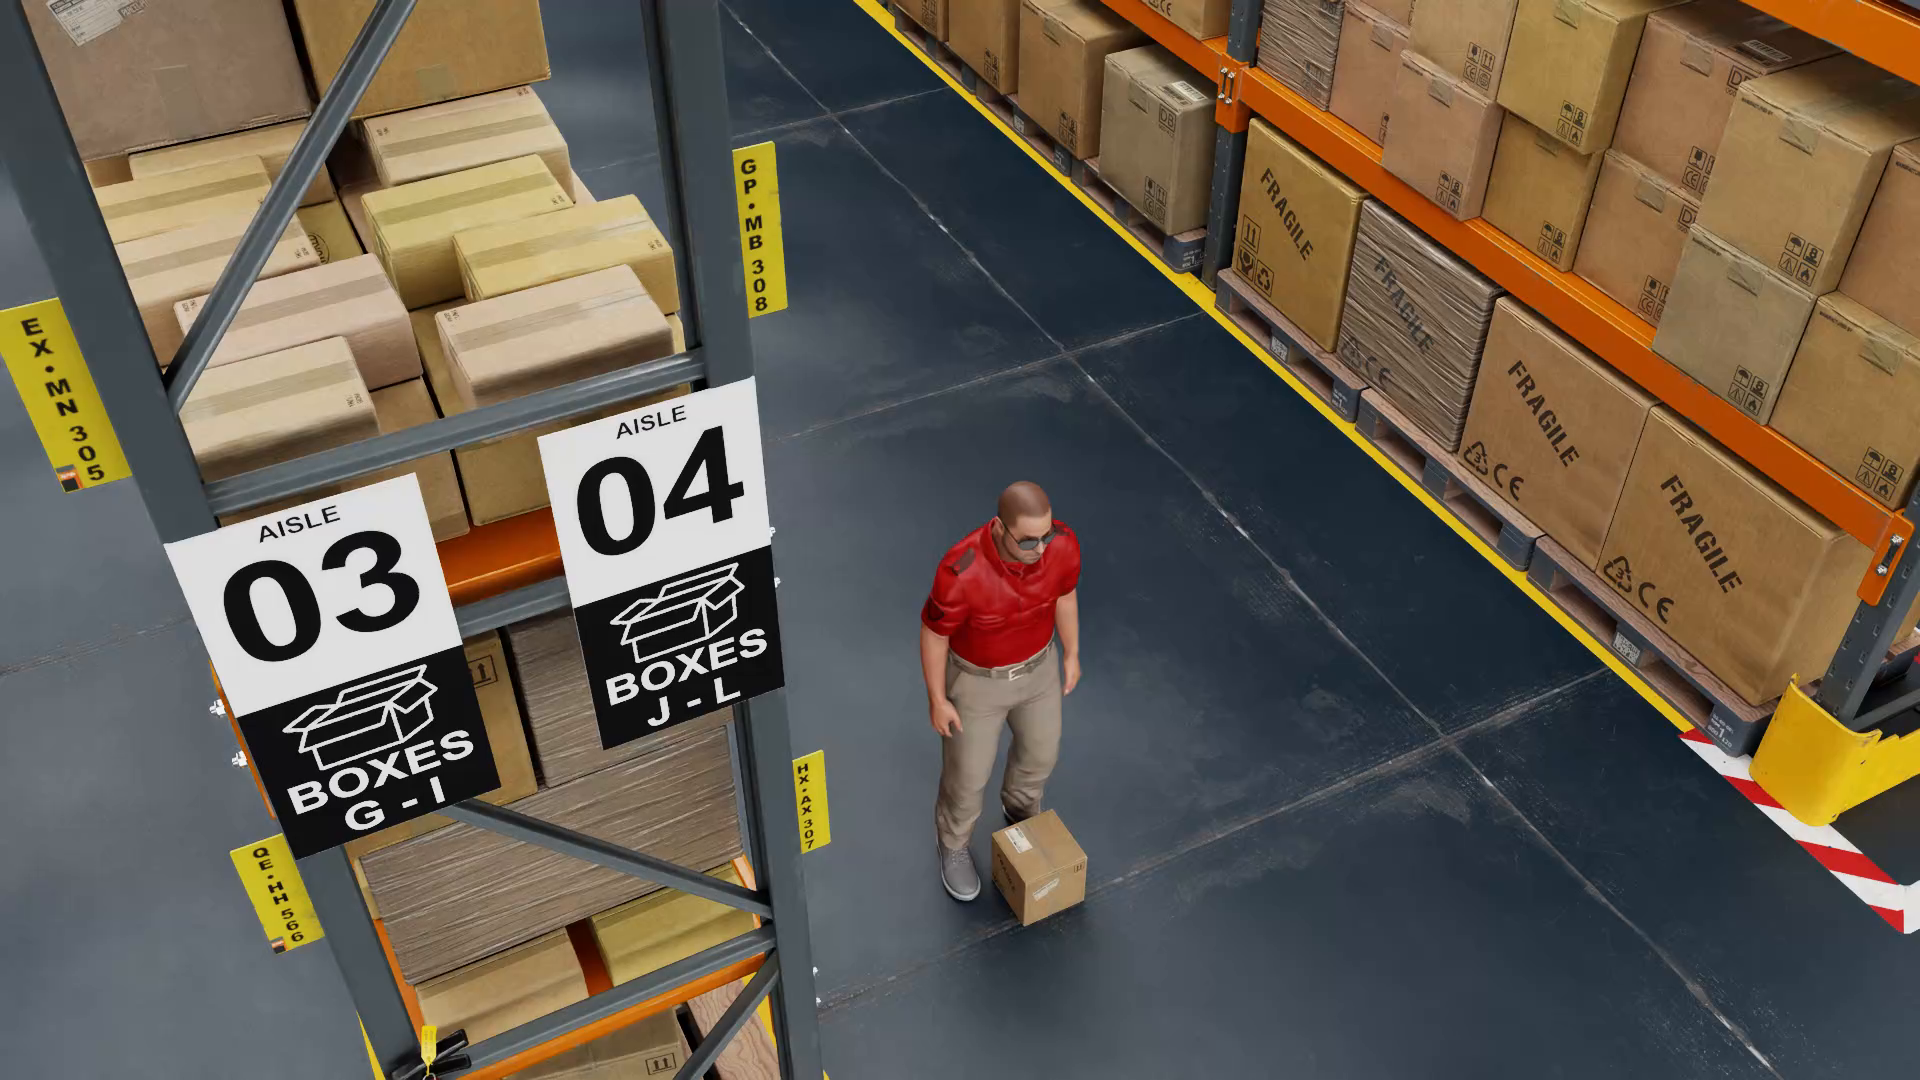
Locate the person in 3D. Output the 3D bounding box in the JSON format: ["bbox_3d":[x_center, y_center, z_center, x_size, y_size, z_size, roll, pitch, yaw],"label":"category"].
[{"bbox_3d":[0.151,0.469,5.630,0.585,1.726,0.396,-19,44,-20],"label":"person"}]
